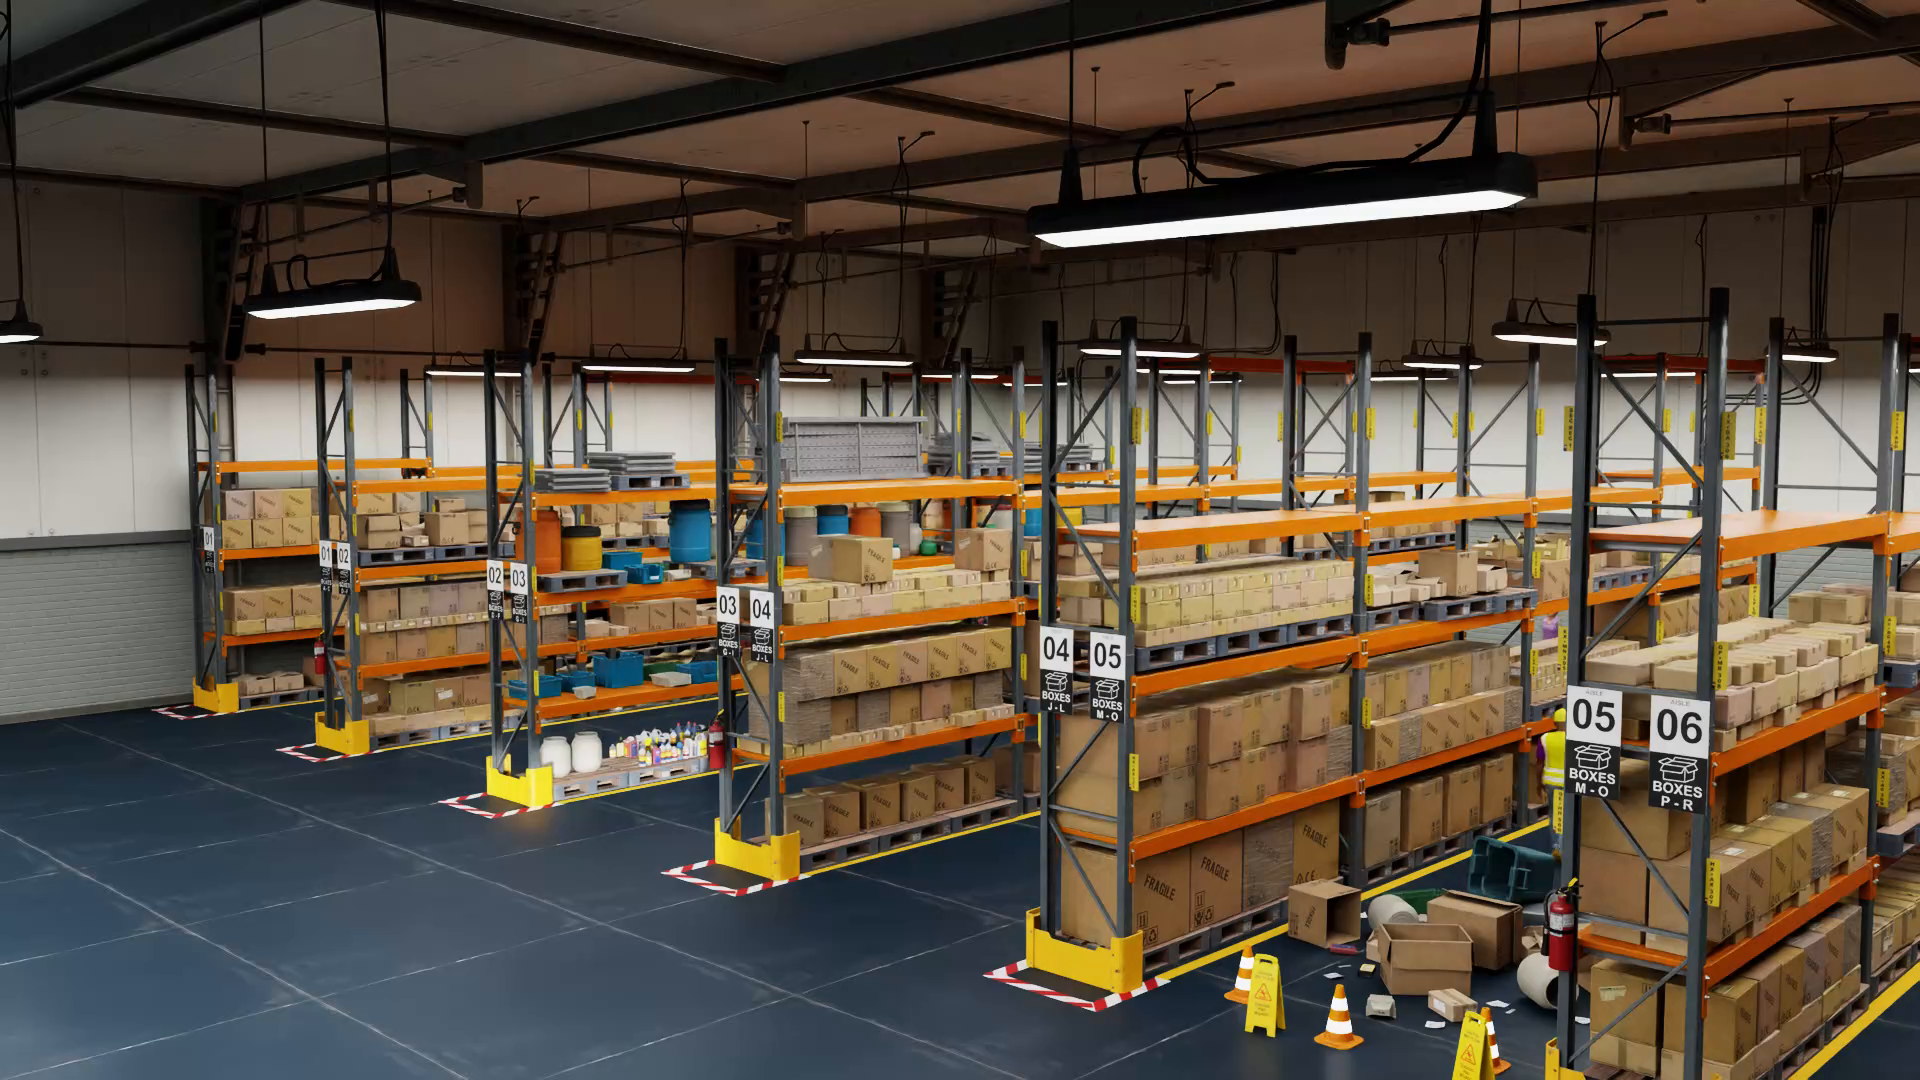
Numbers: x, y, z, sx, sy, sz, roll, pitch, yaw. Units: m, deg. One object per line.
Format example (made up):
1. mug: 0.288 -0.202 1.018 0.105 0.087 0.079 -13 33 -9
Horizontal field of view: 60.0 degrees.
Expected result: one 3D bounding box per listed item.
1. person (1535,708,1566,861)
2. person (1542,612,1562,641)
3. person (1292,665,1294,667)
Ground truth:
1. person: 6.915 2.825 19.146 0.594 1.765 0.548 4 6 44
2. person: 11.105 1.990 31.181 0.401 1.536 1.009 3 5 35
3. person: 4.562 2.535 23.587 0.962 1.610 0.516 -3 5 -34
